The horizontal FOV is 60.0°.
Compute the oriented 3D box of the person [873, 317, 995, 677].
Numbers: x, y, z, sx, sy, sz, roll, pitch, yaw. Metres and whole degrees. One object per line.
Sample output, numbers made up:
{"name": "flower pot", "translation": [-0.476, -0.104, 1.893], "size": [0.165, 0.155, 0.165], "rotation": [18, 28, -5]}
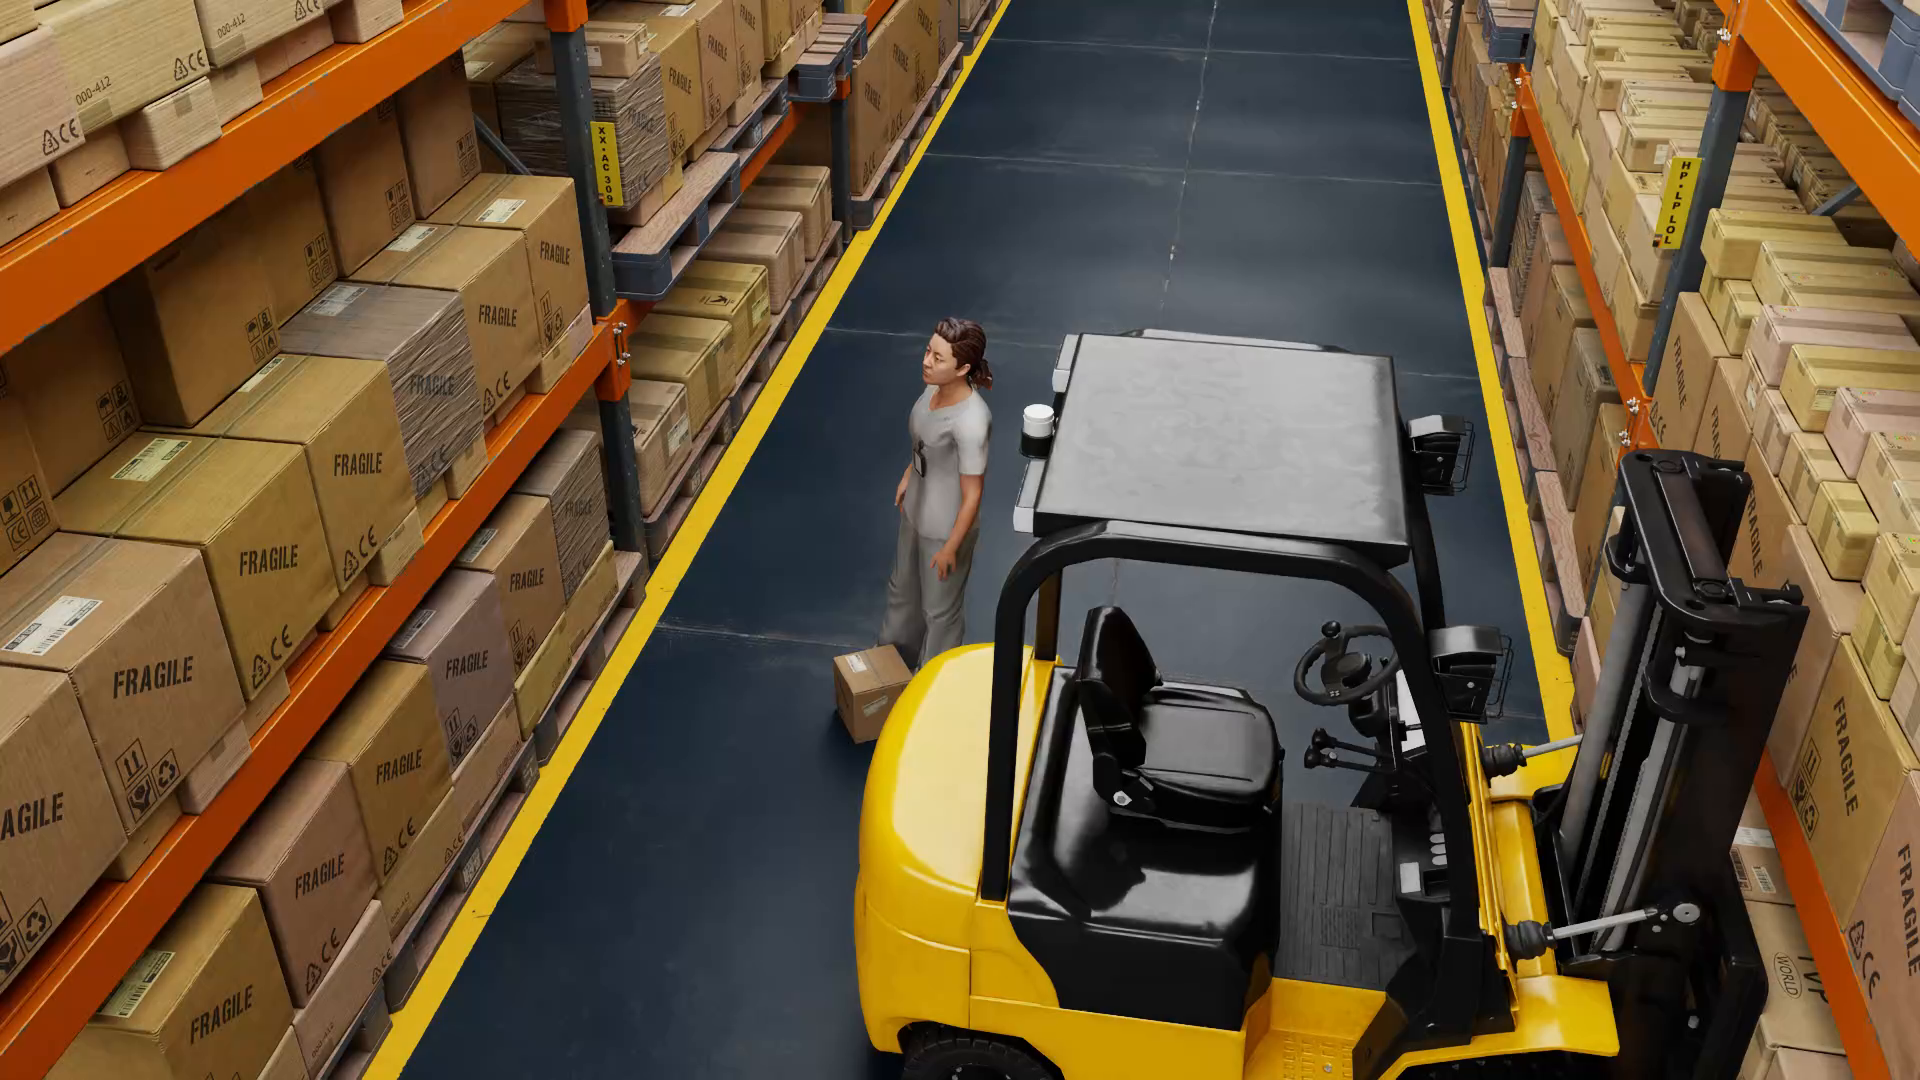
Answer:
{"name": "person", "translation": [-0.144, -0.064, 6.222], "size": [0.548, 1.673, 0.550], "rotation": [-11, 34, -16]}
